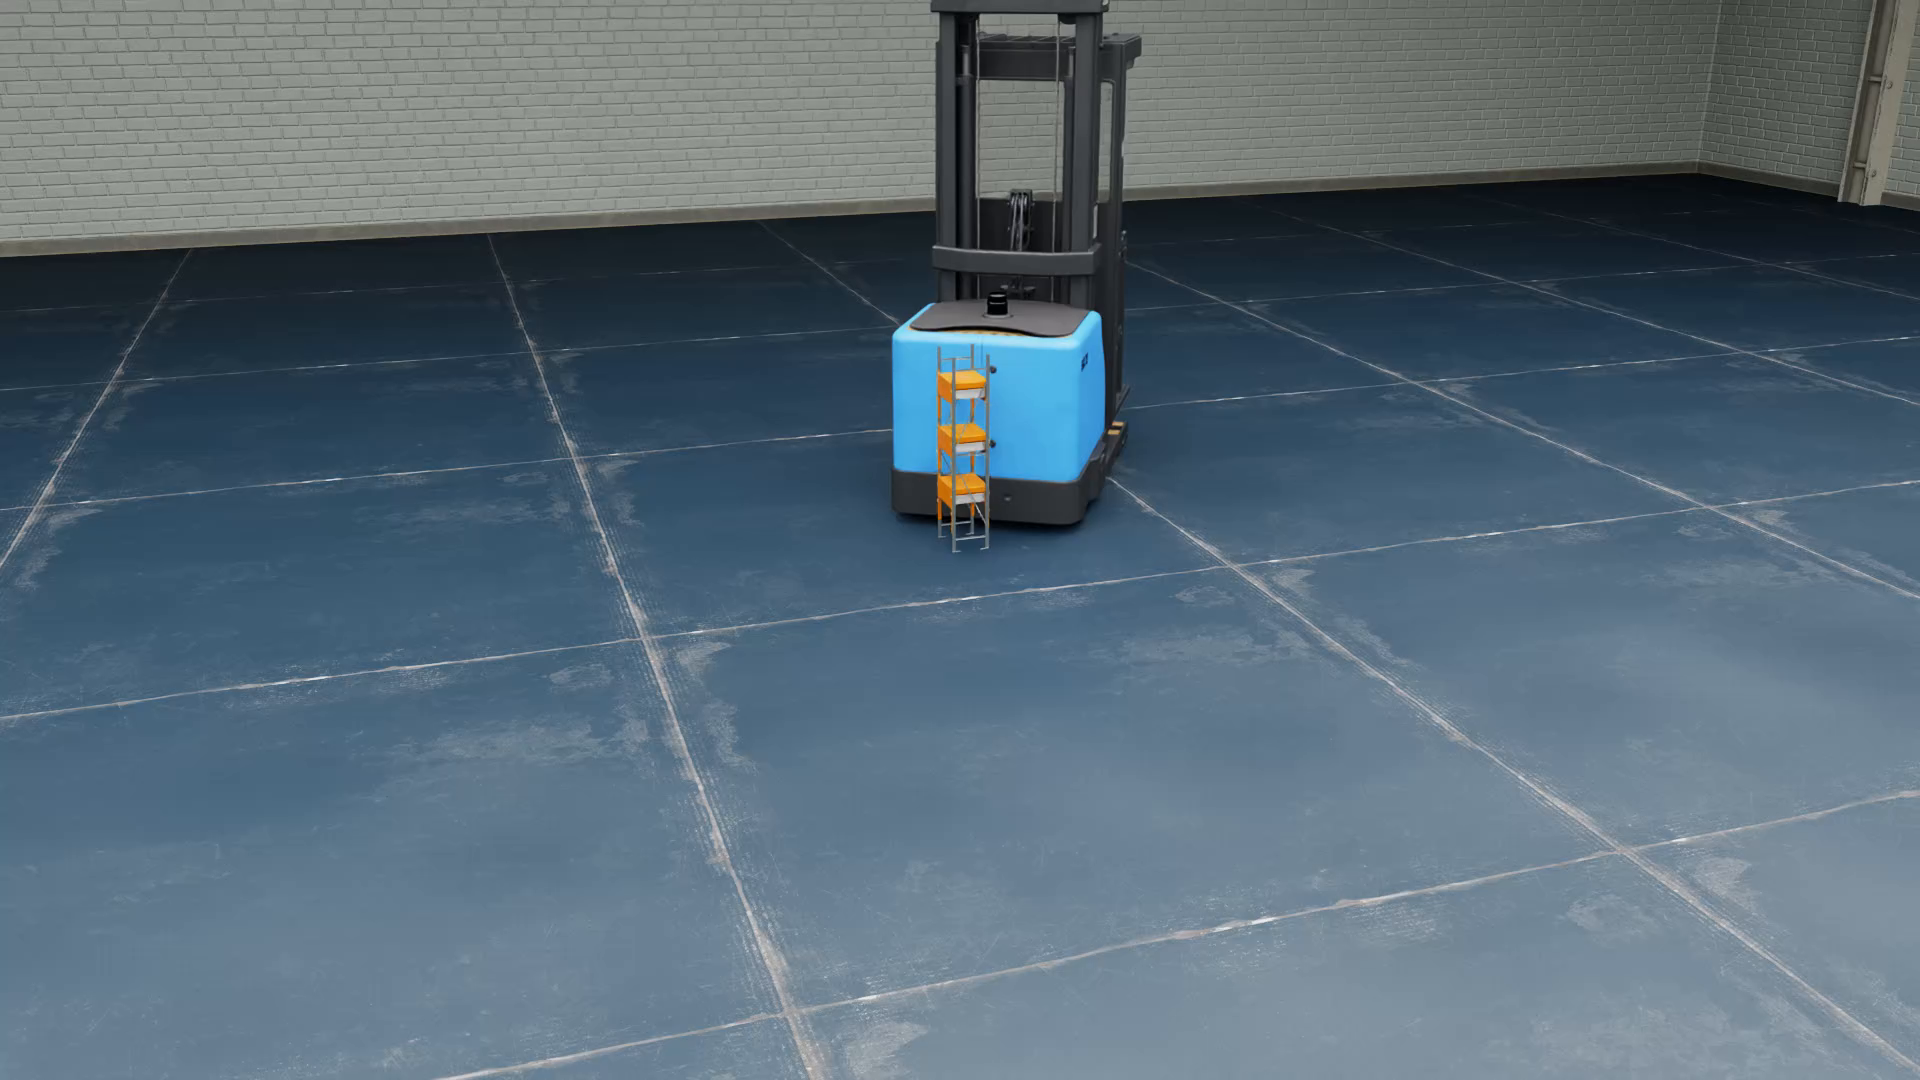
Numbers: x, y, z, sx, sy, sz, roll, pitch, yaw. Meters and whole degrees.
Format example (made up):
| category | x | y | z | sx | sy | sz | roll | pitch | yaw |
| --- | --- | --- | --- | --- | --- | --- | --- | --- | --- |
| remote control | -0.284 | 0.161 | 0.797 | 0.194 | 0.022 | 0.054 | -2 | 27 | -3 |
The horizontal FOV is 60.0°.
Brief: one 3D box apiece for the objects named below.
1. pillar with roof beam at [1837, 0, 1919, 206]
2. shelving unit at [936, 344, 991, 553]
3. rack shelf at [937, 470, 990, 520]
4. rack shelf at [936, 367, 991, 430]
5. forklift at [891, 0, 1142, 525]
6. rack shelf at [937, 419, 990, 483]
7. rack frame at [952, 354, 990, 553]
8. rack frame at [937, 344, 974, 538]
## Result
| category | x | y | z | sx | sy | sz | roll | pitch | yaw |
| --- | --- | --- | --- | --- | --- | --- | --- | --- | --- |
| pillar with roof beam | 6.990 | -7.932 | 17.687 | 9.100 | 9.000 | 0.400 | -6 | 21 | -17 |
| shelving unit | 0.017 | -0.477 | 8.691 | 0.215 | 1.050 | 0.252 | -6 | 21 | -17 |
| rack shelf | 0.017 | -0.205 | 8.789 | 0.215 | 0.259 | 0.240 | -6 | 21 | -17 |
| rack shelf | 0.017 | -0.734 | 8.599 | 0.215 | 0.259 | 0.240 | -6 | 21 | -17 |
| forklift | 0.454 | -1.924 | 9.936 | 1.130 | 2.935 | 3.031 | 4 | 20 | 12 |
| rack shelf | 0.017 | -0.467 | 8.695 | 0.215 | 0.259 | 0.240 | -6 | 21 | -17 |
| rack frame | 0.055 | -0.438 | 8.582 | 0.200 | 1.050 | 0.008 | -6 | 21 | -17 |
| rack frame | -0.022 | -0.516 | 8.800 | 0.200 | 1.050 | 0.008 | -6 | 21 | -17 |
